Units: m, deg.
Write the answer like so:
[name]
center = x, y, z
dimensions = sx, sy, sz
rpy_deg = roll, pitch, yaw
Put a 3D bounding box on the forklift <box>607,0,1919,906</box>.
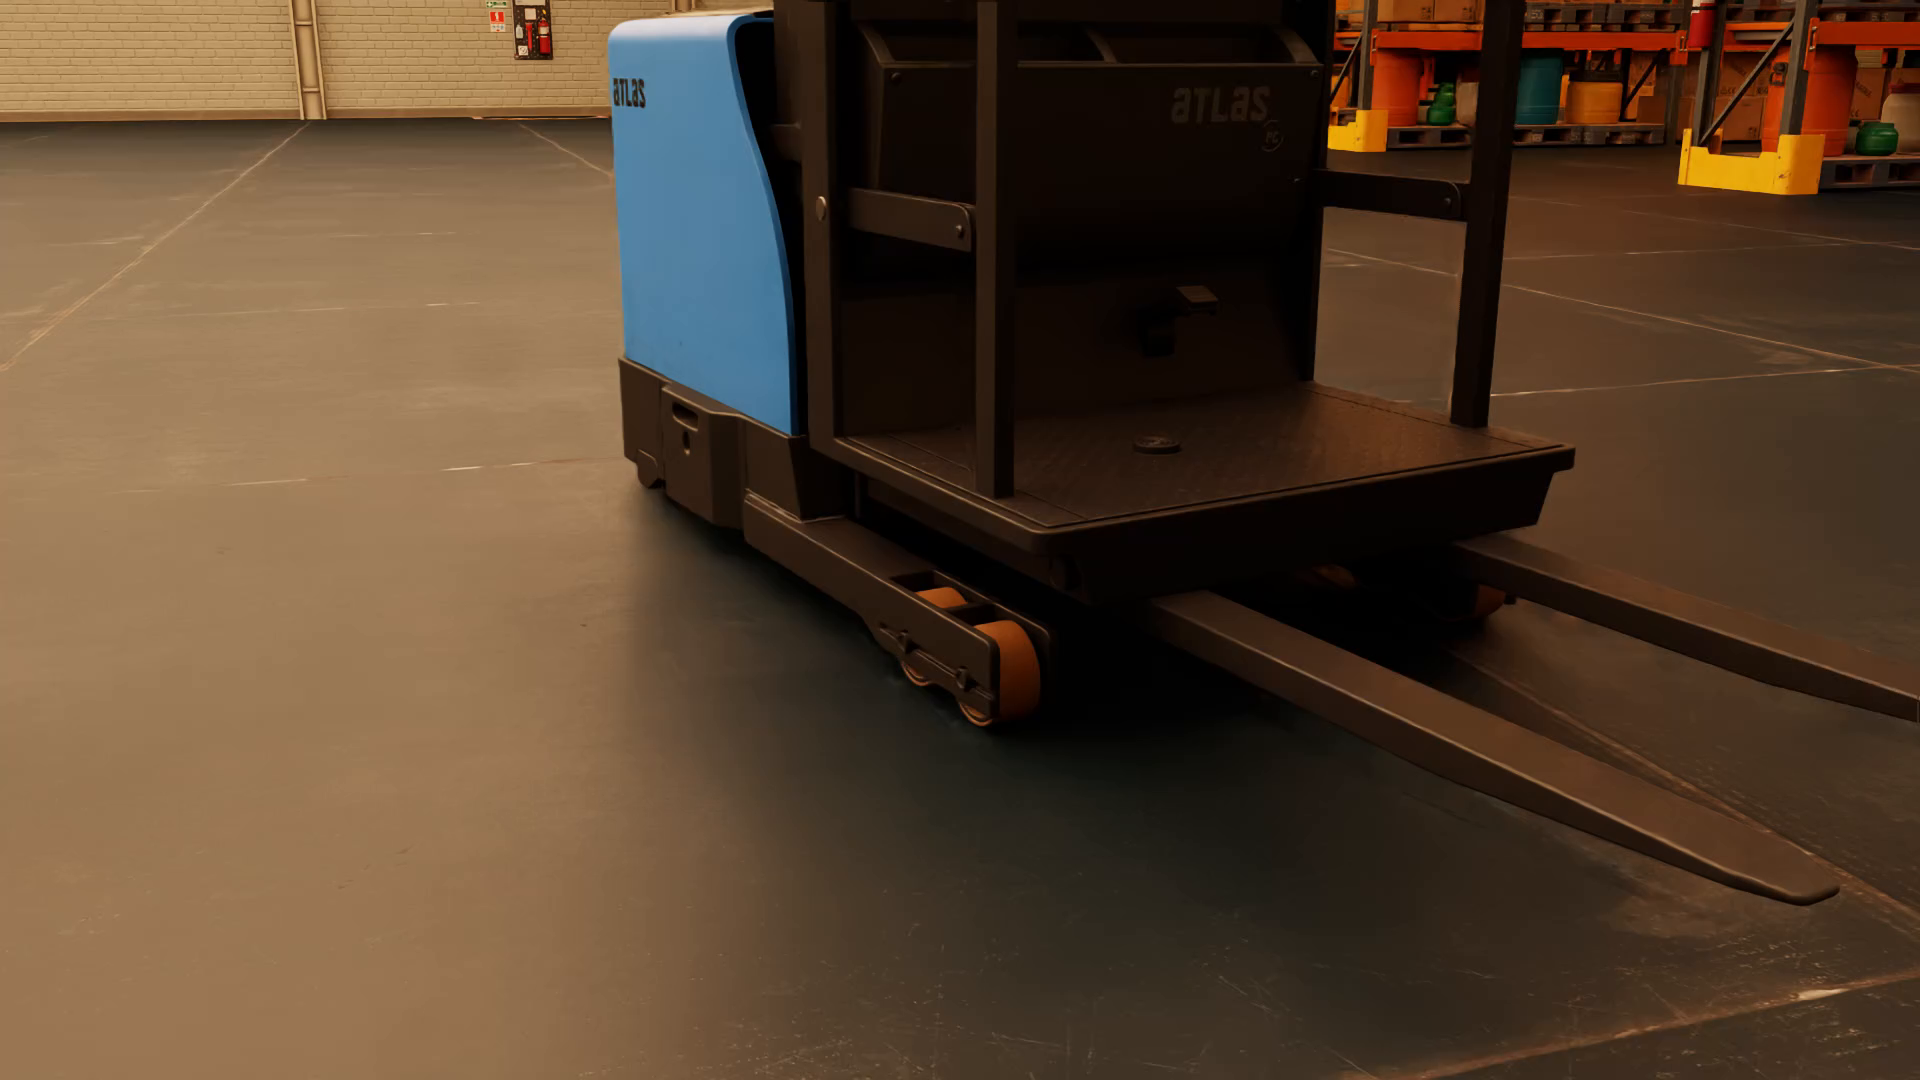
[forklift]
center = 0.351, -1.263, 2.661
dimensions = 1.130, 2.935, 3.031
rpy_deg = -9, 19, -28
